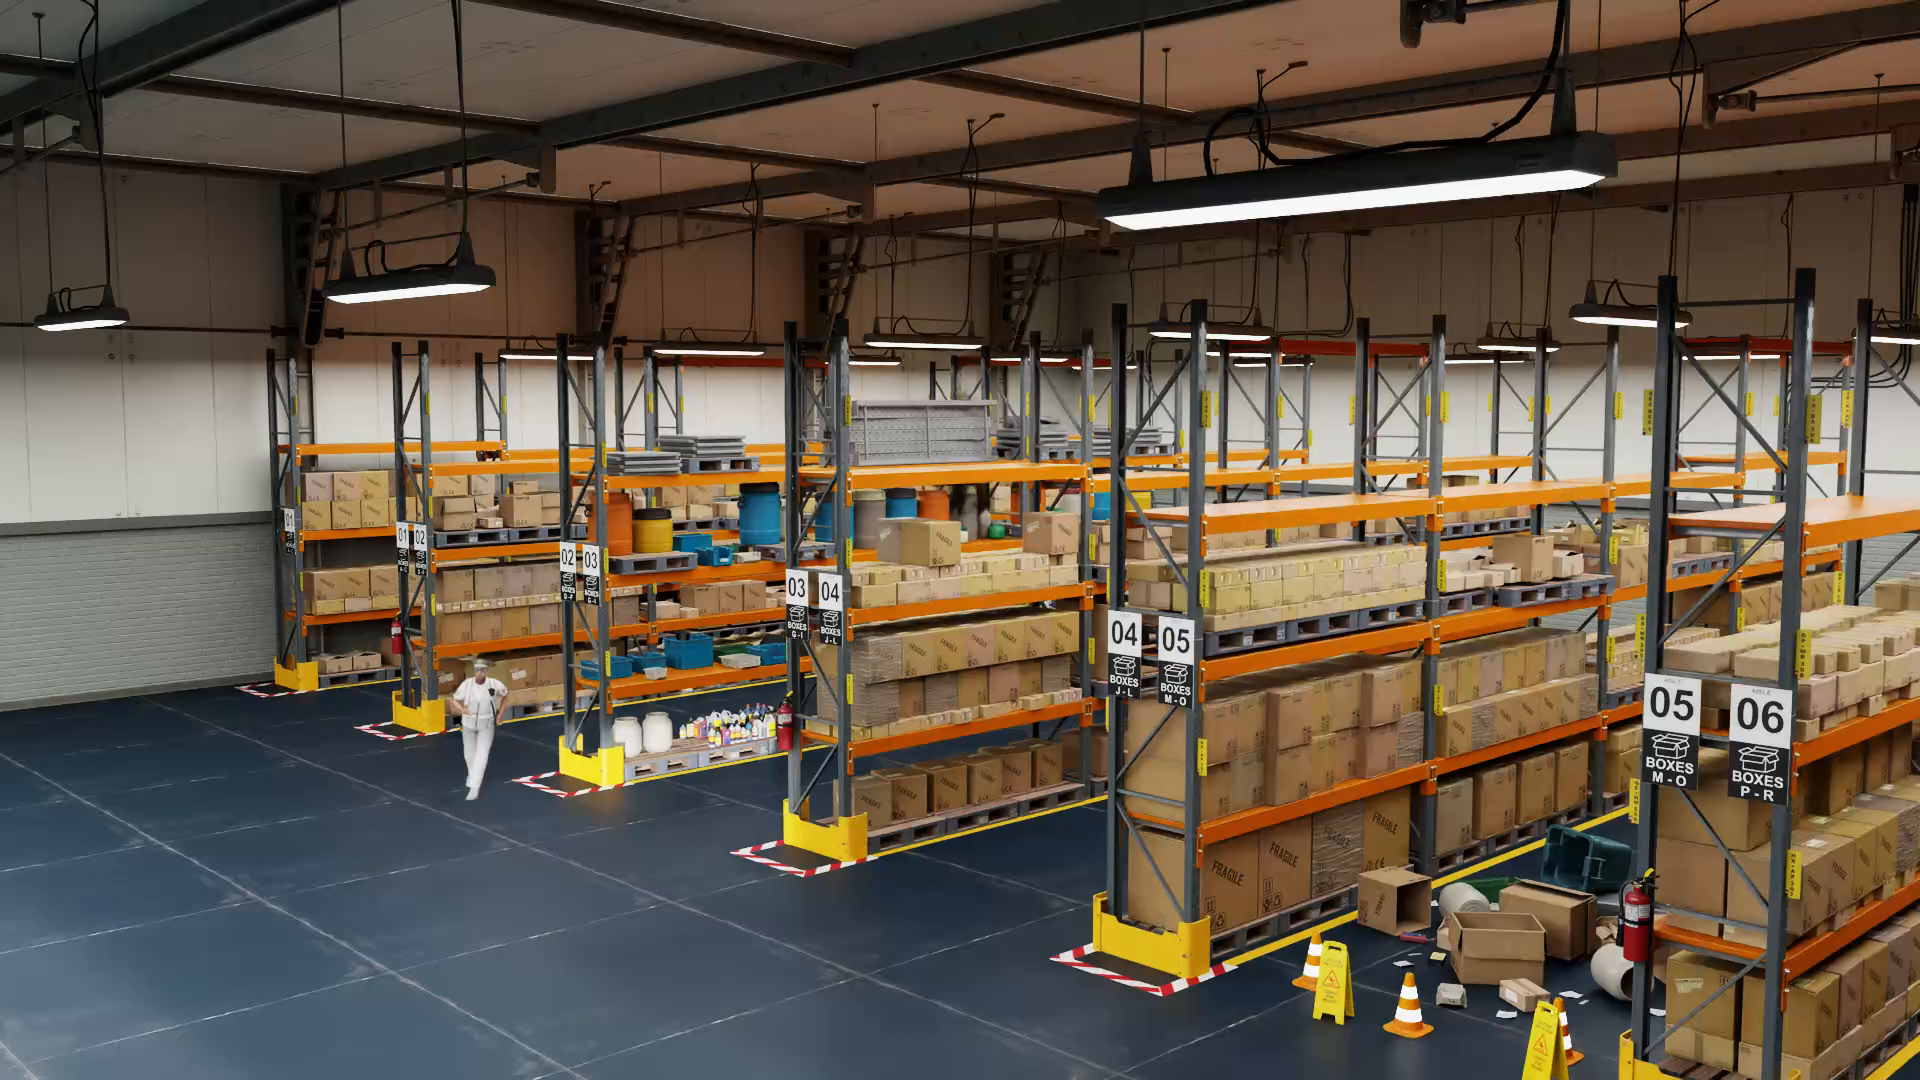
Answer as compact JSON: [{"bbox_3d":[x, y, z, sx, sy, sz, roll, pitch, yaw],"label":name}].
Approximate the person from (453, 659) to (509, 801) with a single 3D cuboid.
[{"bbox_3d":[-6.228,2.425,21.627,0.685,1.821,0.887,0,5,-6],"label":"person"}]
